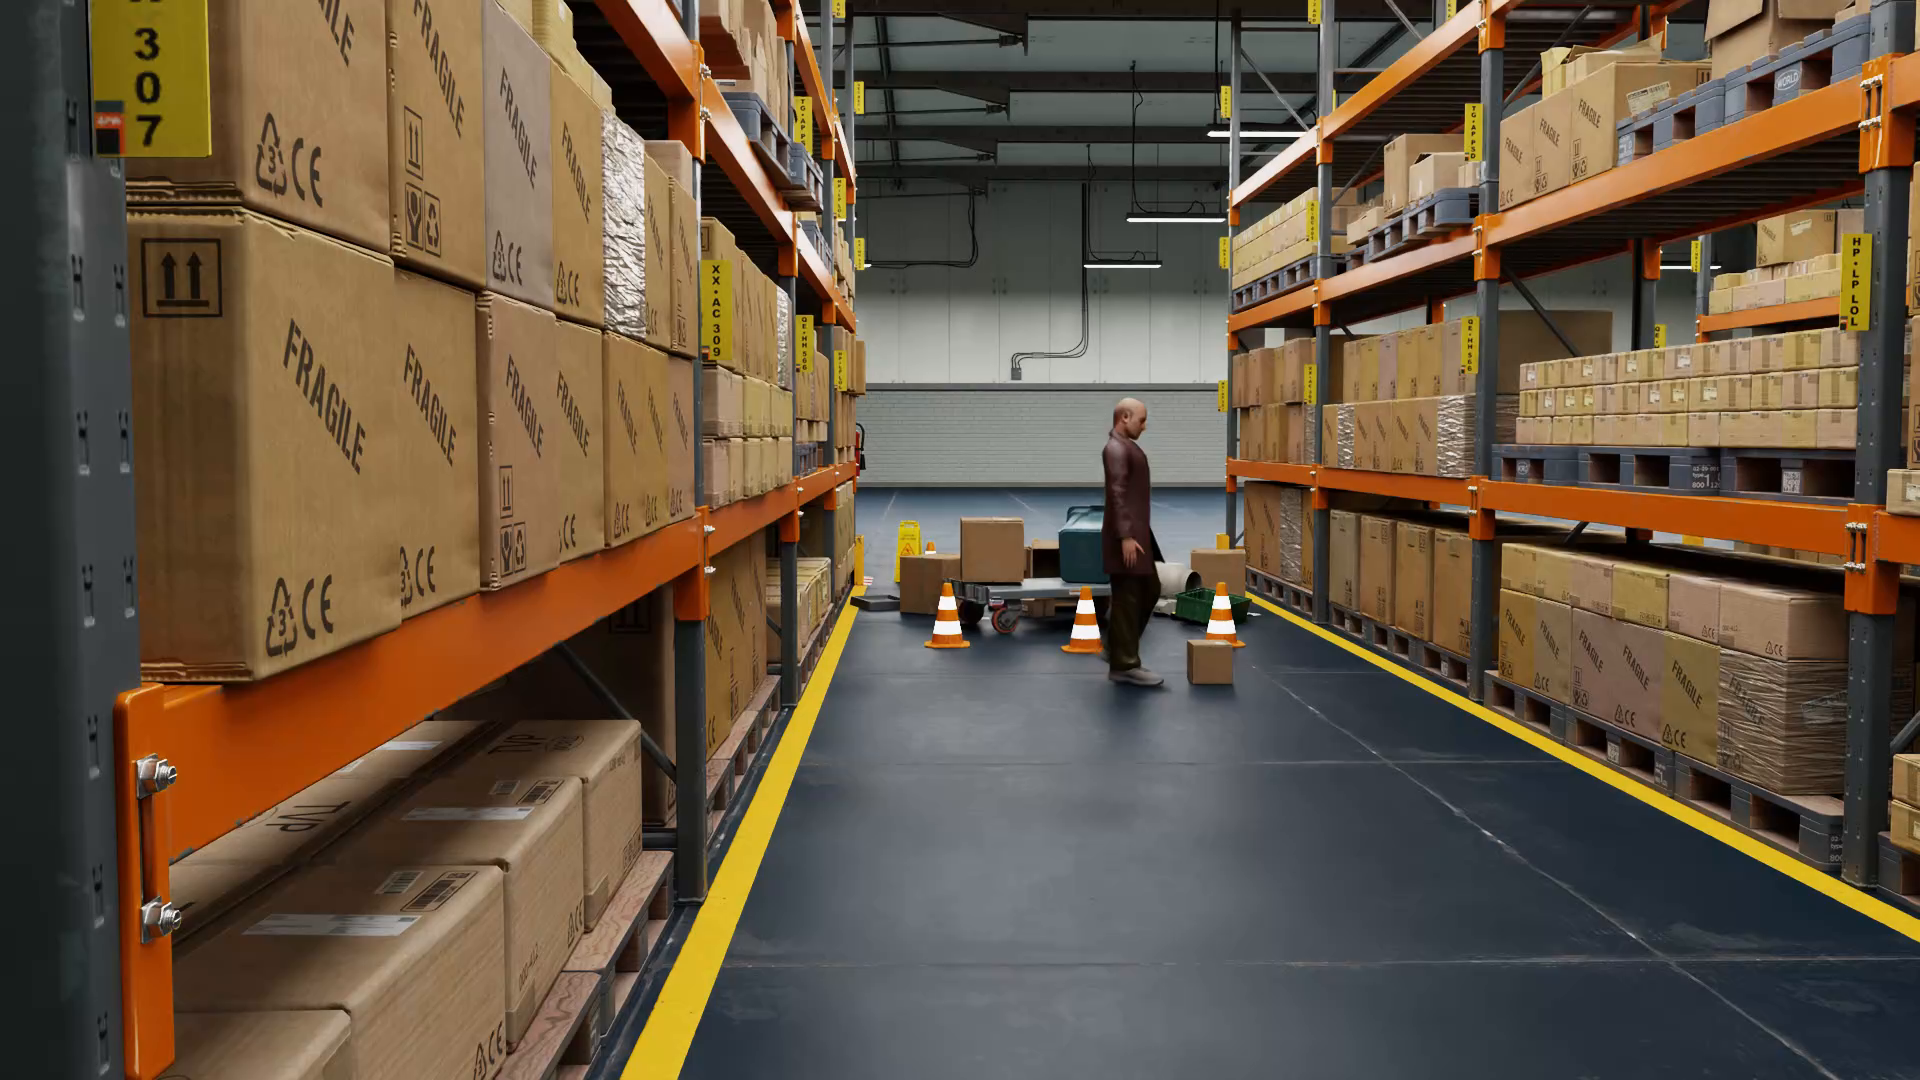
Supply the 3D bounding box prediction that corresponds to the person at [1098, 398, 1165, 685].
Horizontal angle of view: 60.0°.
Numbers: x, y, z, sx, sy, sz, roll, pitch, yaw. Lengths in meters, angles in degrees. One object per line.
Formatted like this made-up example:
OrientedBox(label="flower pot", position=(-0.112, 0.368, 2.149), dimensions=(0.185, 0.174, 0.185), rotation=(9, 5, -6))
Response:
OrientedBox(label="person", position=(1.077, 0.012, 10.466), dimensions=(0.437, 1.809, 0.676), rotation=(1, 4, 9))
